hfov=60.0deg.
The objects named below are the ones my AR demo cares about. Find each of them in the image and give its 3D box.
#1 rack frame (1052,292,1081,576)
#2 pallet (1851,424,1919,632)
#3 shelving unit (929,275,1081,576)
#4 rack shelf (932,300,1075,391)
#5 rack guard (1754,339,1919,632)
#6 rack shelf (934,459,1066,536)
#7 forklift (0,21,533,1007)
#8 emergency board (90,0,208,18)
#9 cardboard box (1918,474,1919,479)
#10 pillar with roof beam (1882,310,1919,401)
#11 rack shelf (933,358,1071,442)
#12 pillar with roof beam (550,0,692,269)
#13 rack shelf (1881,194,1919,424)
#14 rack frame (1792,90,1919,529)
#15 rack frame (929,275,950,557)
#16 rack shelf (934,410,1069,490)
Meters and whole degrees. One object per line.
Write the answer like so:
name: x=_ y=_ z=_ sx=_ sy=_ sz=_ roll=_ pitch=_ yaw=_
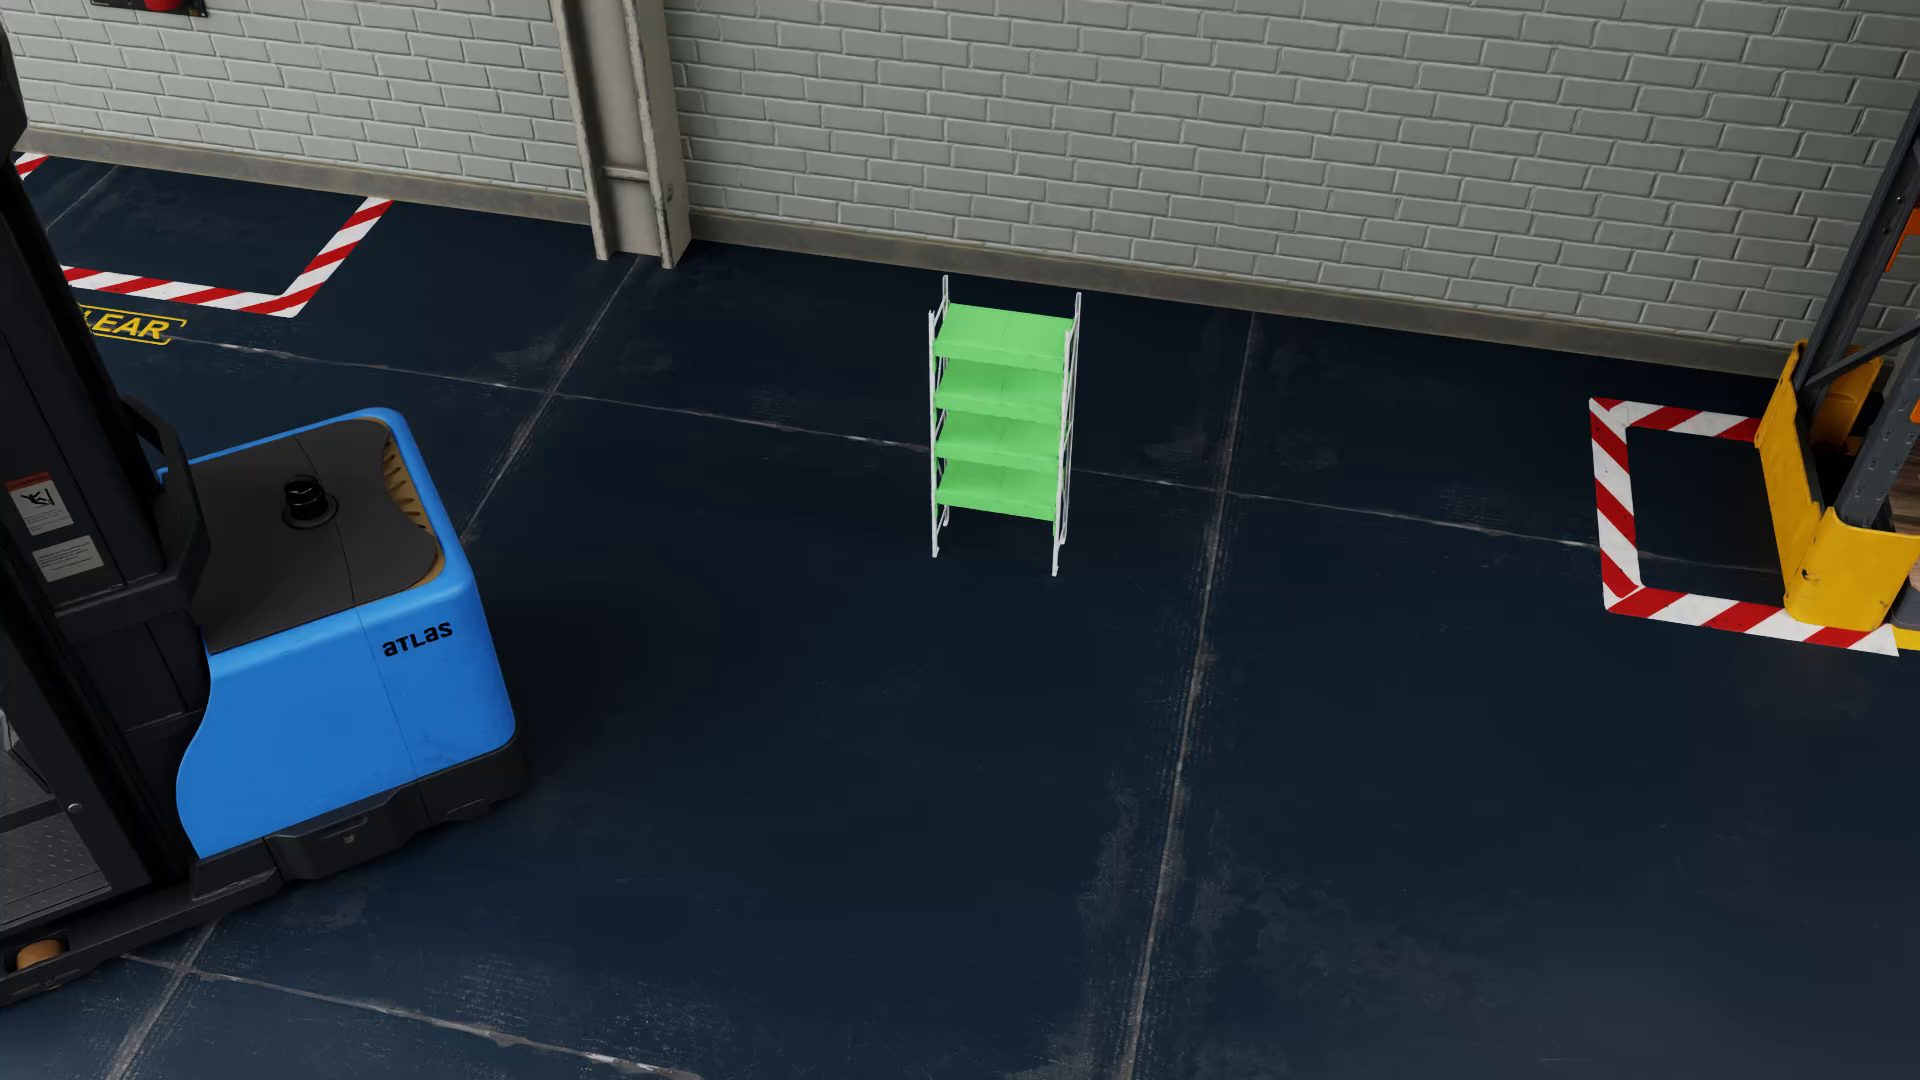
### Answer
rack frame: x=0.400 y=-0.370 z=6.270 sx=0.015 sy=1.200 sz=0.240 roll=9 pitch=45 yaw=9
pallet: x=4.280 y=0.012 z=6.585 sx=1.213 sy=0.211 sz=1.003 roll=9 pitch=45 yaw=9
shelving unit: x=0.162 y=-0.407 z=6.308 sx=0.503 sy=1.200 sz=0.258 roll=9 pitch=45 yaw=9
rack shelf: x=0.162 y=-0.707 z=6.019 sx=0.480 sy=0.148 sz=0.258 roll=9 pitch=45 yaw=9
rack guard: x=3.495 y=-0.239 z=6.638 sx=0.348 sy=0.500 sz=1.175 roll=9 pitch=45 yaw=9
rack shelf: x=0.162 y=-0.188 z=6.519 sx=0.480 sy=0.148 sz=0.258 roll=9 pitch=45 yaw=9
forklift: x=-3.039 y=0.010 z=4.626 sx=3.031 sy=2.935 sz=1.130 roll=-20 pitch=47 yaw=-20
emergency board: x=-3.966 y=-2.939 z=7.641 sx=0.643 sy=1.169 sz=0.194 roll=9 pitch=45 yaw=9
cardboard box: x=4.076 y=-0.175 z=6.391 sx=0.500 sy=0.311 sz=0.500 roll=4 pitch=44 yaw=4
pillar with roof beam: x=3.353 y=-0.879 z=1.174 sx=0.400 sy=9.000 sz=9.100 roll=9 pitch=45 yaw=9
rack shelf: x=0.162 y=-0.534 z=6.186 sx=0.480 sy=0.148 sz=0.258 roll=9 pitch=45 yaw=9
pillar with roof beam: x=-2.503 y=-1.787 z=2.118 sx=0.400 sy=9.000 sz=9.100 roll=9 pitch=45 yaw=9
rack shelf: x=5.372 y=-0.589 z=5.718 sx=4.000 sy=0.370 sz=1.077 roll=9 pitch=45 yaw=9
rack frame: x=3.421 y=-1.151 z=5.783 sx=0.127 sy=3.000 sz=1.000 roll=9 pitch=45 yaw=9
rack frame: x=-0.077 y=-0.444 z=6.346 sx=0.015 sy=1.200 sz=0.240 roll=9 pitch=45 yaw=9
rack shelf: x=0.162 y=-0.361 z=6.352 sx=0.480 sy=0.148 sz=0.258 roll=9 pitch=45 yaw=9
